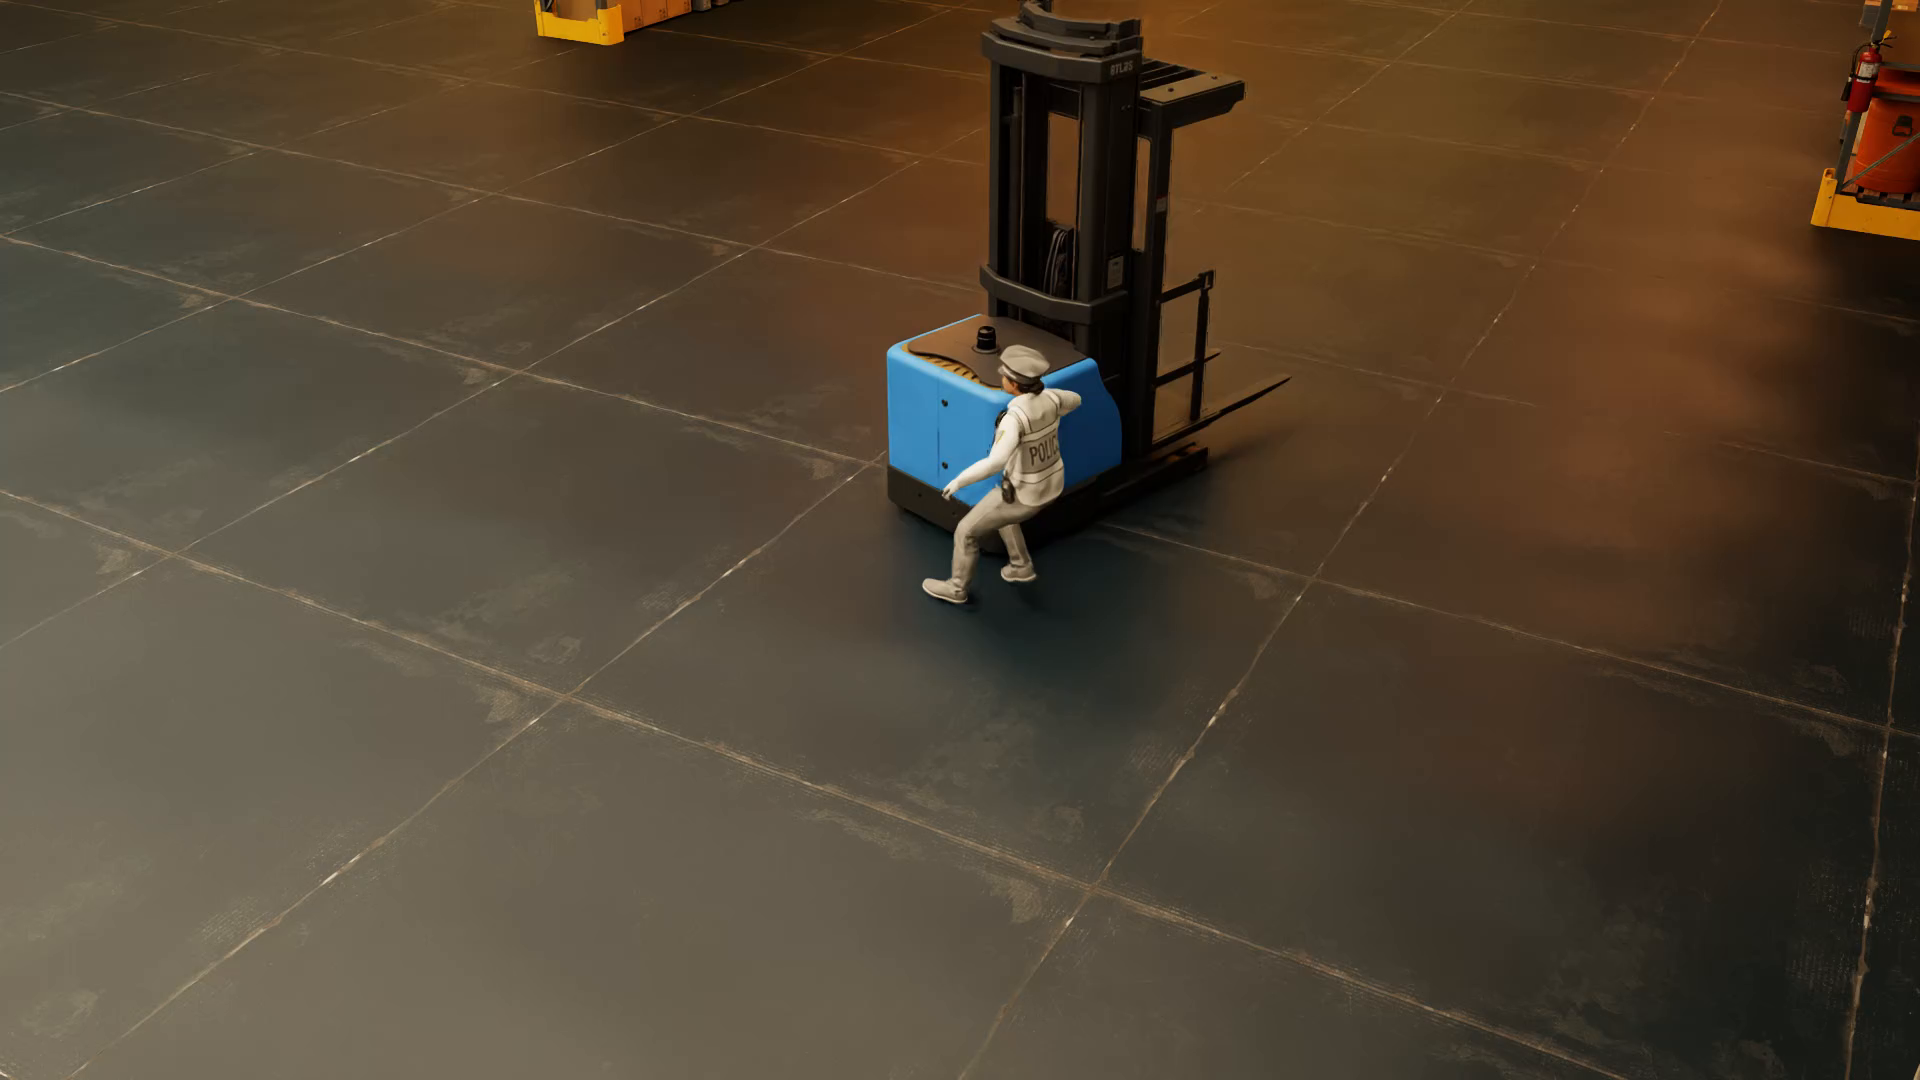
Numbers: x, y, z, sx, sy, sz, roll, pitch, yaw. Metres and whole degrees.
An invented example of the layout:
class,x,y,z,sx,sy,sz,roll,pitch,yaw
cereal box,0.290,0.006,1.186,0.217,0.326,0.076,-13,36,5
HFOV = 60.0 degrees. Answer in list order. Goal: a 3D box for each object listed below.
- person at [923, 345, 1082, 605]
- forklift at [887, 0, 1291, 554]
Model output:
class,x,y,z,sx,sy,sz,roll,pitch,yaw
person,0.193,-0.351,9.040,0.726,1.560,0.950,24,38,35
forklift,0.967,-1.815,10.215,3.031,2.935,1.130,-25,38,-37
